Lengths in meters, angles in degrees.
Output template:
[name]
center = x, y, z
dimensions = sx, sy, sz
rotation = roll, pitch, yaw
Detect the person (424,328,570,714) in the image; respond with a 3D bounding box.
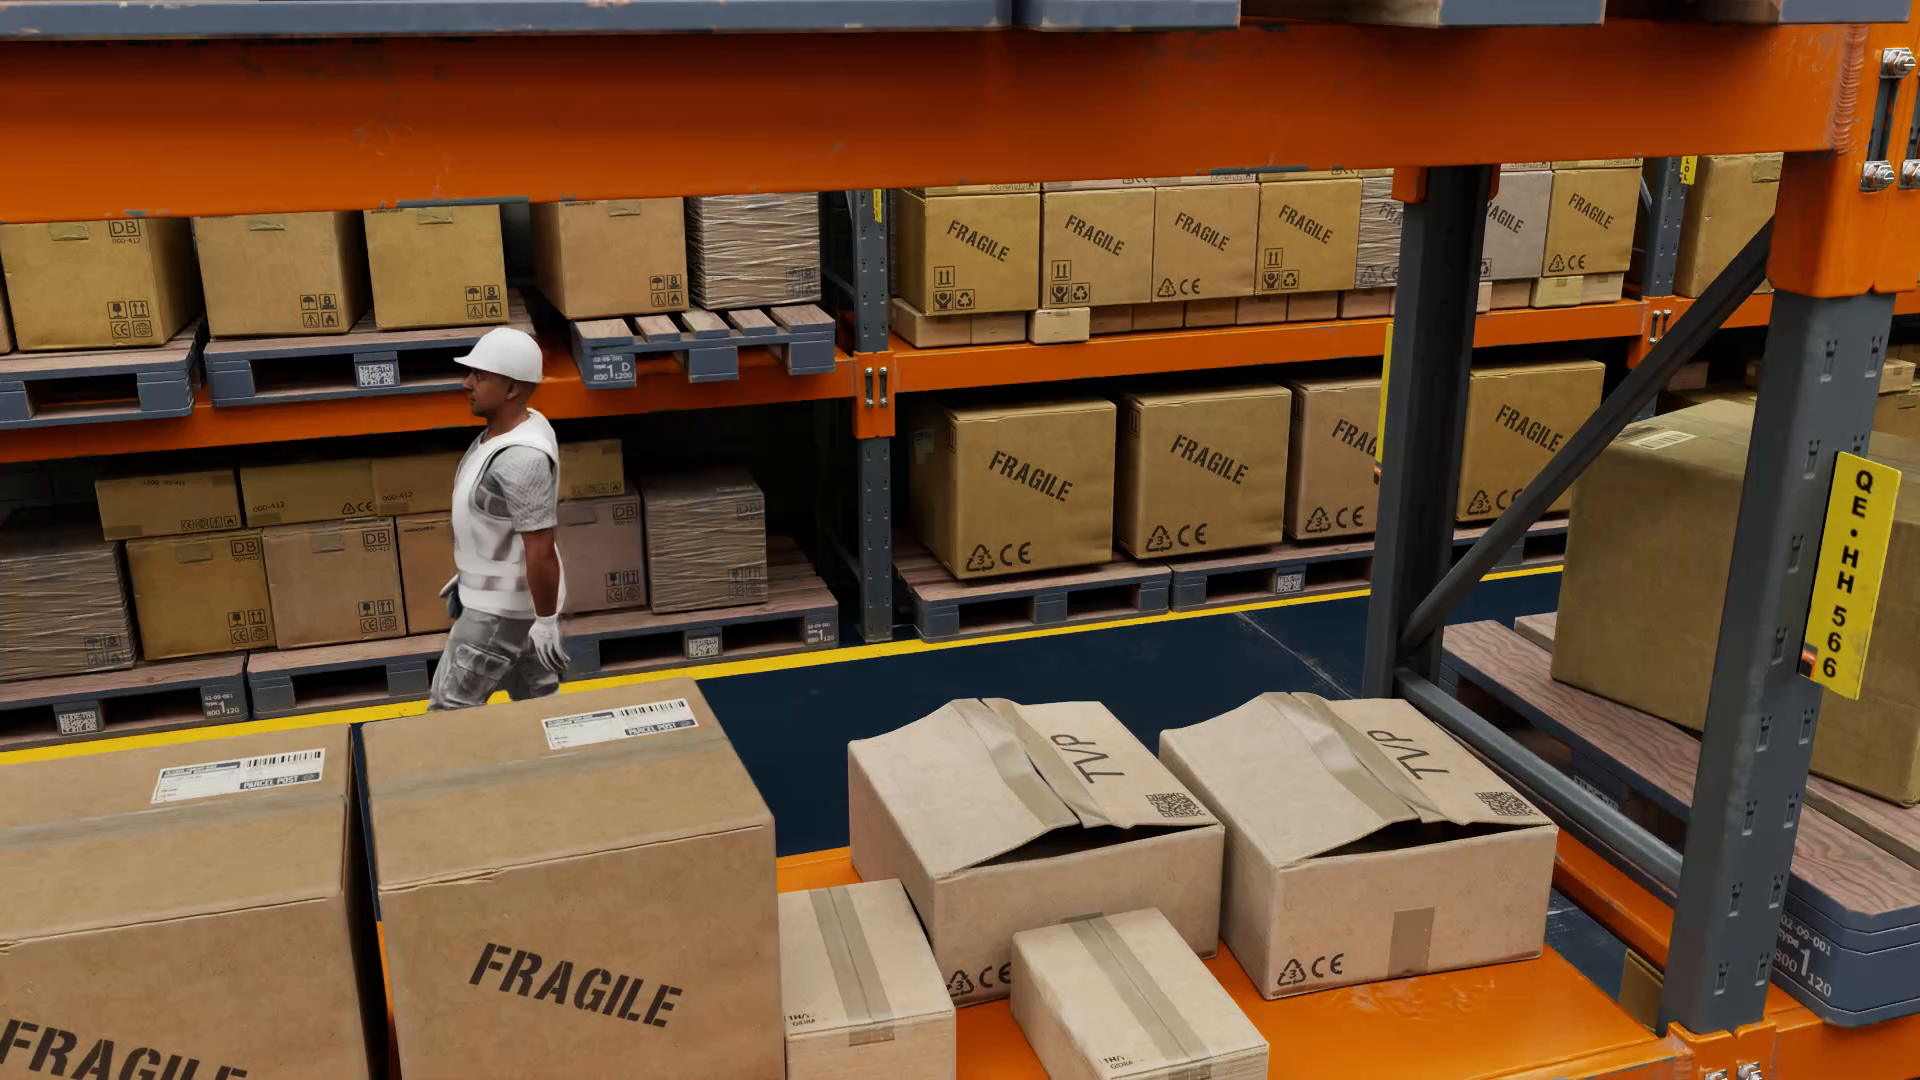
[person]
center = -1.497, 0.224, 5.406
dimensions = 0.490, 1.839, 0.553
rotation = -3, 19, -10
